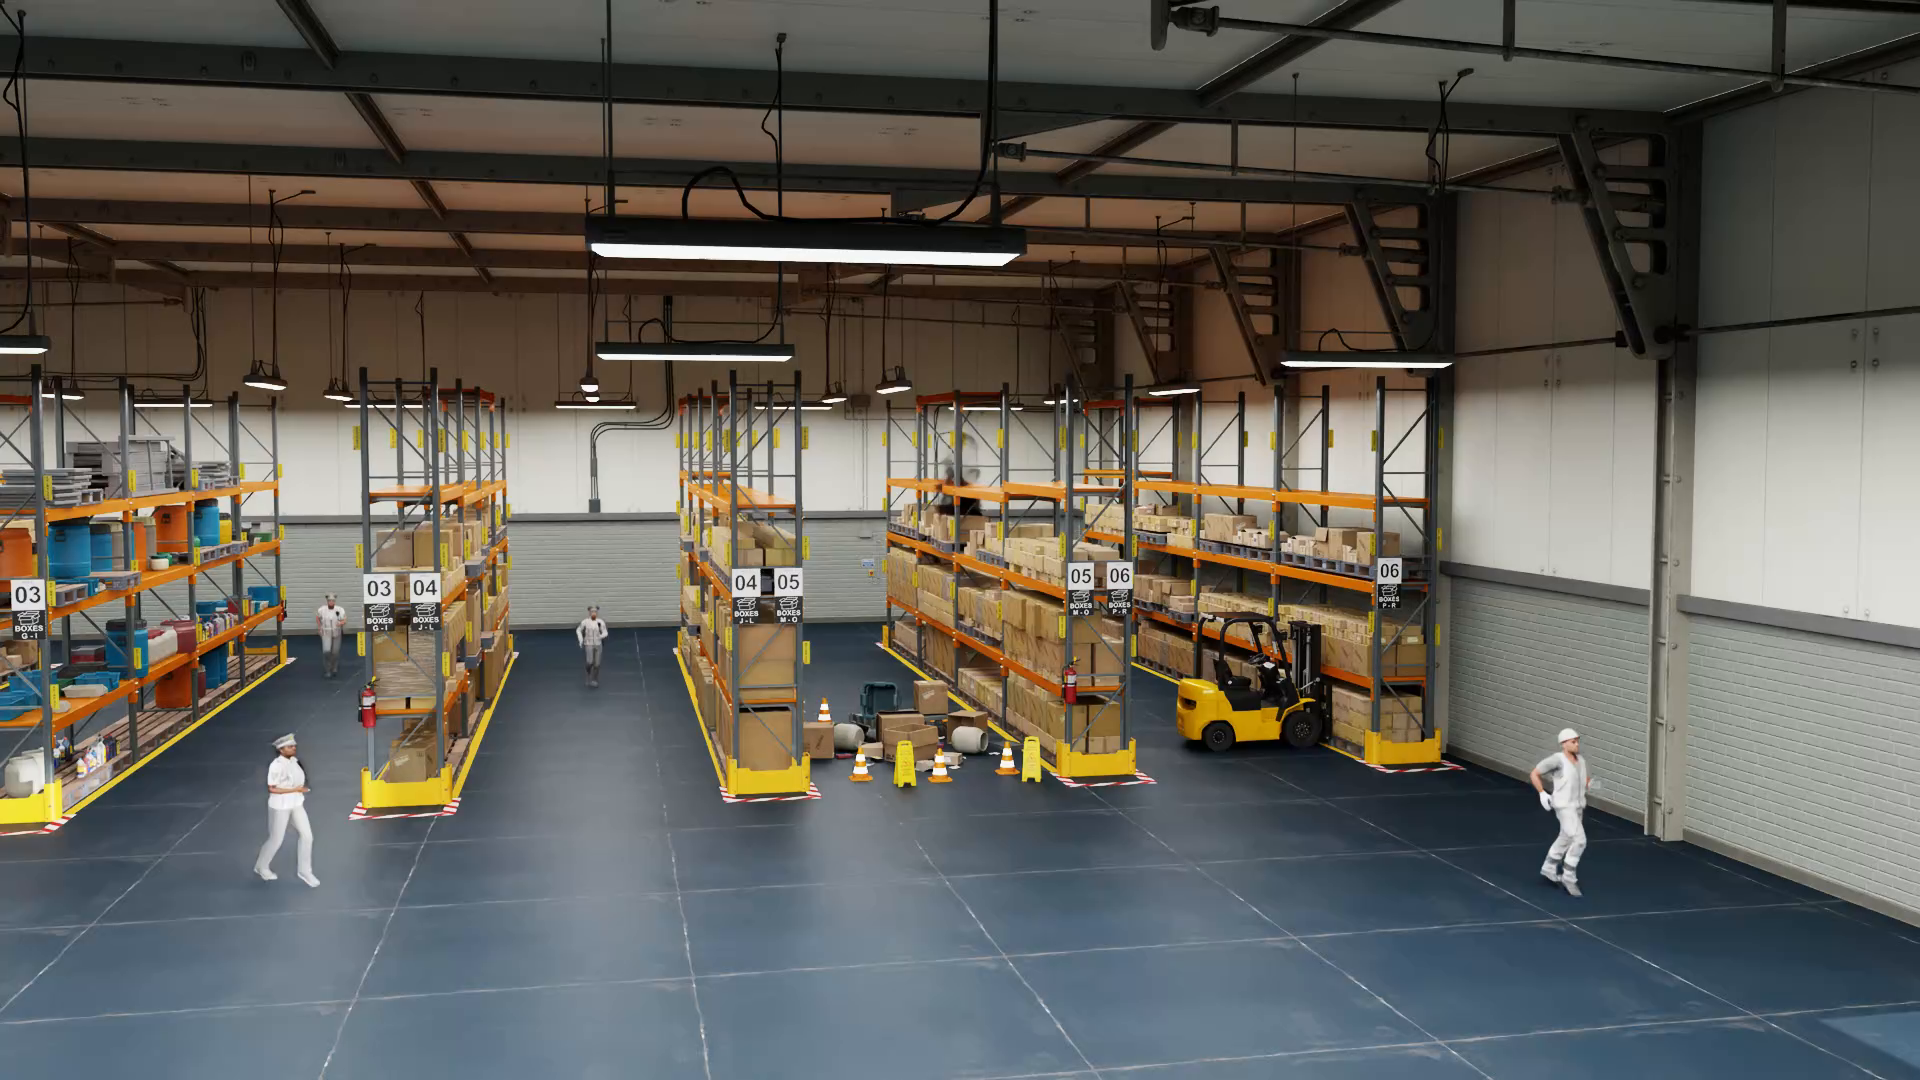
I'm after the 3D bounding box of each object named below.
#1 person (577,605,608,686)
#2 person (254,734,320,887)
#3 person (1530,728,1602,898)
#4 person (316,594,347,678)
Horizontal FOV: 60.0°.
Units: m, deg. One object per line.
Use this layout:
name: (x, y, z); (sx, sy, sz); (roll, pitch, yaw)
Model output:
person: (-7.442, 2.151, 33.745); (0.593, 1.655, 0.624); (-1, 4, -21)
person: (-7.609, 3.041, 18.705); (0.788, 1.753, 0.570); (1, 4, 20)
person: (6.752, 3.009, 18.447); (0.641, 1.838, 0.763); (-2, 4, -34)
person: (-13.366, 2.042, 35.398); (0.582, 1.823, 0.885); (-2, 4, -27)
